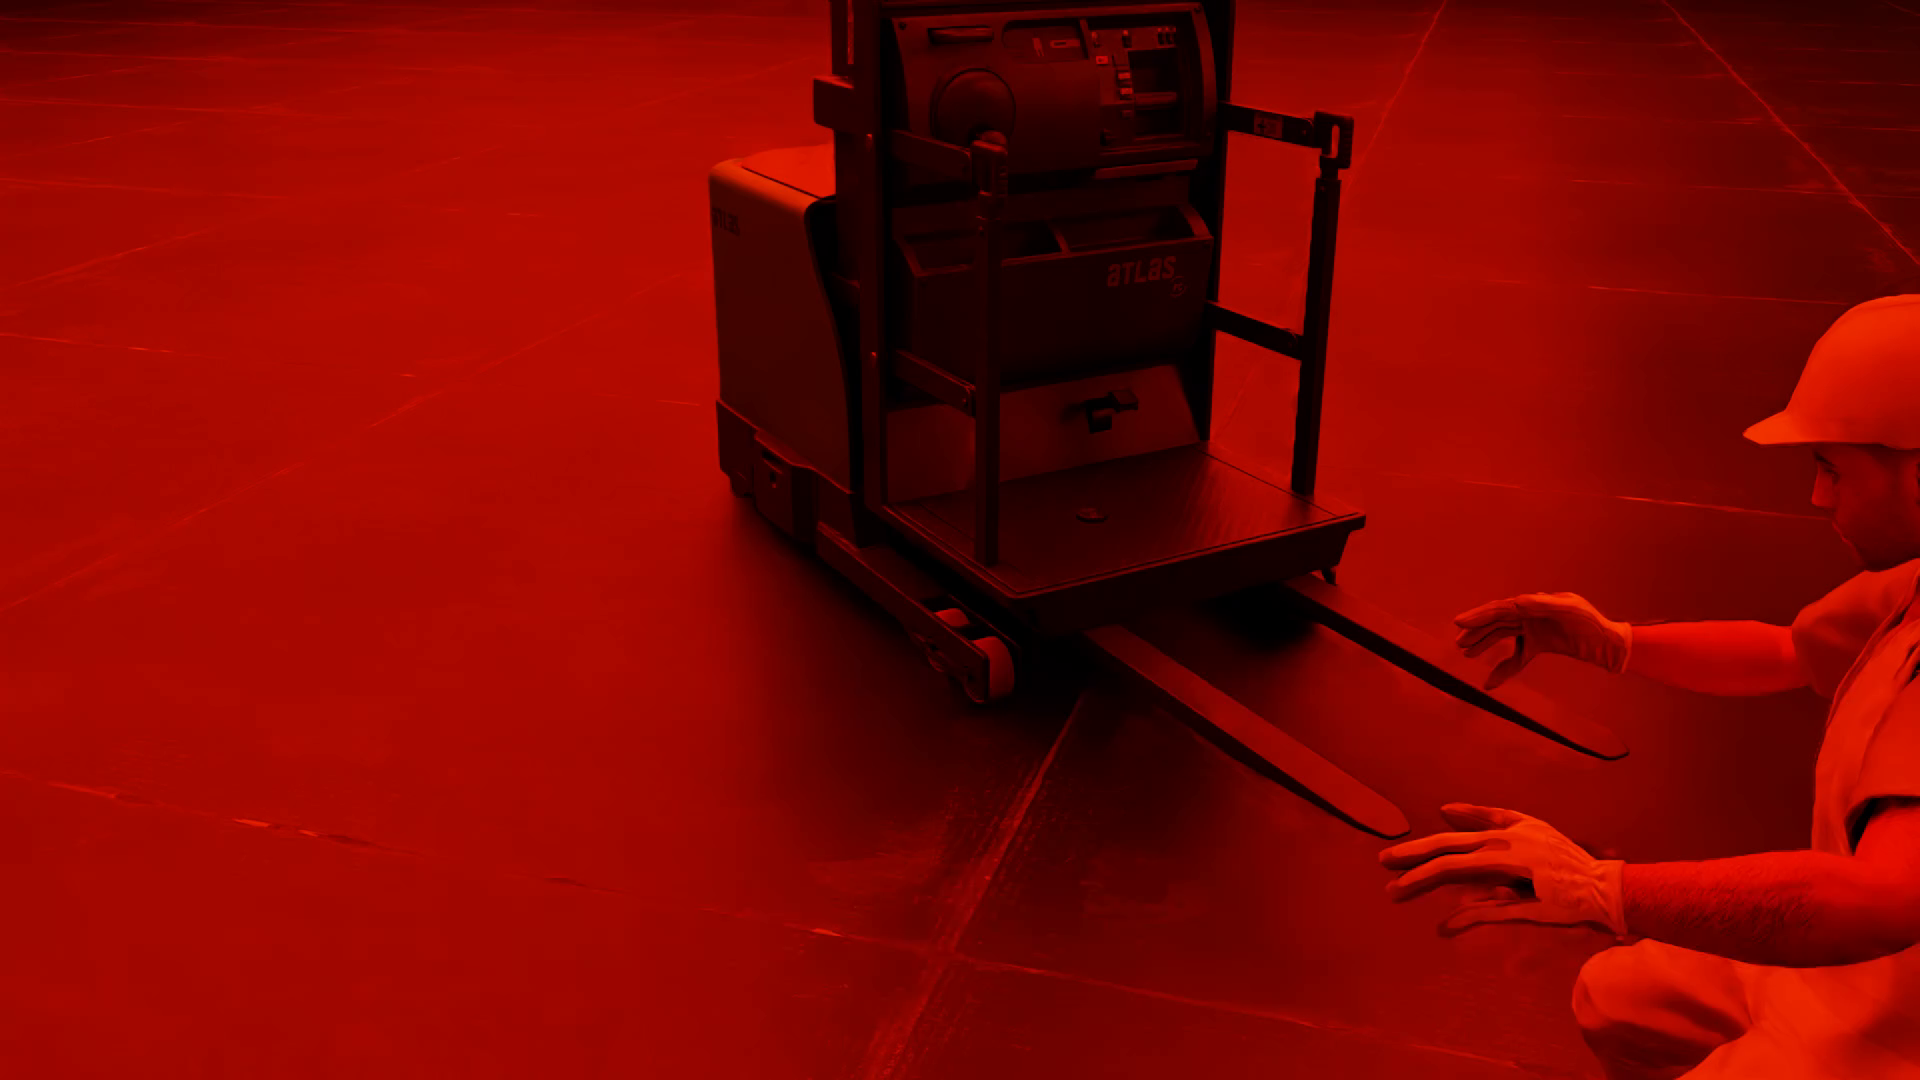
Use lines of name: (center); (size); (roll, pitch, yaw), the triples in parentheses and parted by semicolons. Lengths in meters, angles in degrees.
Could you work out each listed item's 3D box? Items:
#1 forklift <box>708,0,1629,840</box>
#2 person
forklift: (0.363, -1.147, 4.058); (1.130, 2.935, 3.031); (-12, 25, -27)
person: (0.872, 0.478, 1.940); (0.762, 1.551, 1.046); (13, 26, 29)
